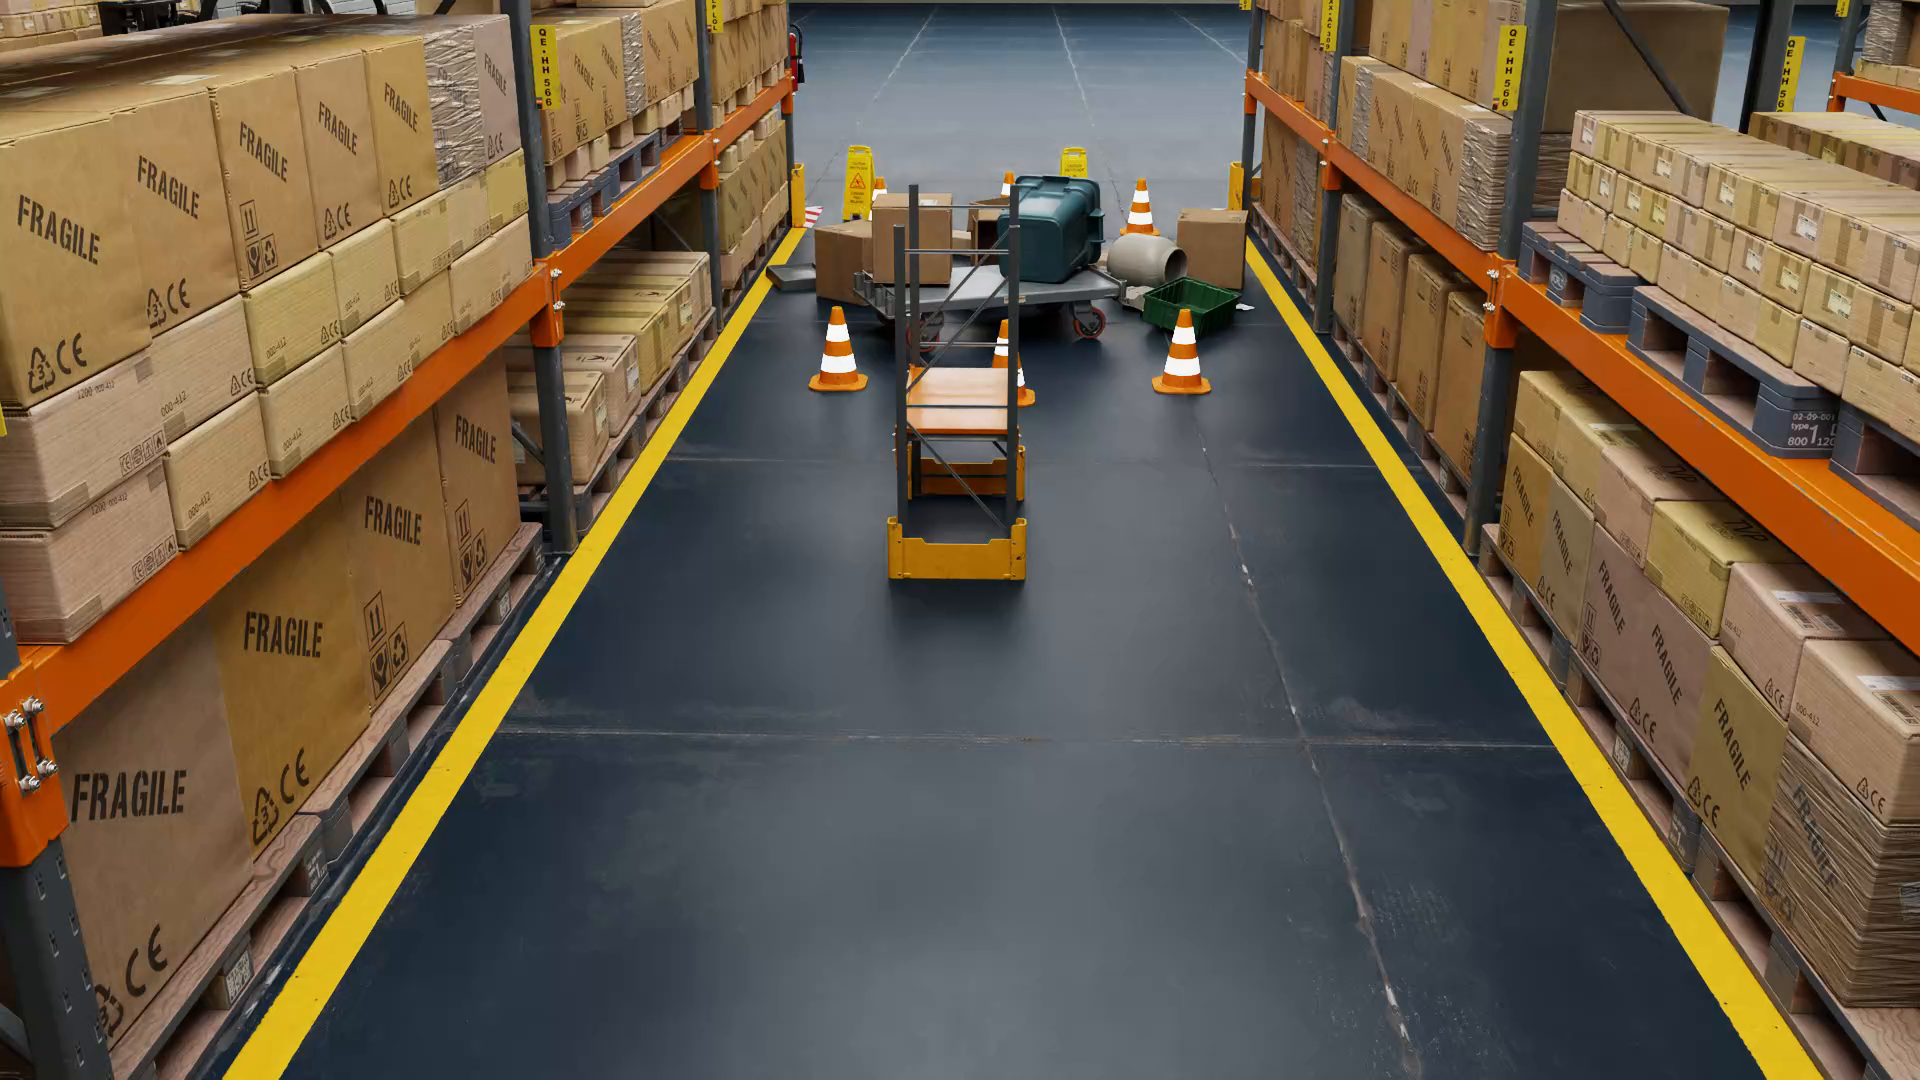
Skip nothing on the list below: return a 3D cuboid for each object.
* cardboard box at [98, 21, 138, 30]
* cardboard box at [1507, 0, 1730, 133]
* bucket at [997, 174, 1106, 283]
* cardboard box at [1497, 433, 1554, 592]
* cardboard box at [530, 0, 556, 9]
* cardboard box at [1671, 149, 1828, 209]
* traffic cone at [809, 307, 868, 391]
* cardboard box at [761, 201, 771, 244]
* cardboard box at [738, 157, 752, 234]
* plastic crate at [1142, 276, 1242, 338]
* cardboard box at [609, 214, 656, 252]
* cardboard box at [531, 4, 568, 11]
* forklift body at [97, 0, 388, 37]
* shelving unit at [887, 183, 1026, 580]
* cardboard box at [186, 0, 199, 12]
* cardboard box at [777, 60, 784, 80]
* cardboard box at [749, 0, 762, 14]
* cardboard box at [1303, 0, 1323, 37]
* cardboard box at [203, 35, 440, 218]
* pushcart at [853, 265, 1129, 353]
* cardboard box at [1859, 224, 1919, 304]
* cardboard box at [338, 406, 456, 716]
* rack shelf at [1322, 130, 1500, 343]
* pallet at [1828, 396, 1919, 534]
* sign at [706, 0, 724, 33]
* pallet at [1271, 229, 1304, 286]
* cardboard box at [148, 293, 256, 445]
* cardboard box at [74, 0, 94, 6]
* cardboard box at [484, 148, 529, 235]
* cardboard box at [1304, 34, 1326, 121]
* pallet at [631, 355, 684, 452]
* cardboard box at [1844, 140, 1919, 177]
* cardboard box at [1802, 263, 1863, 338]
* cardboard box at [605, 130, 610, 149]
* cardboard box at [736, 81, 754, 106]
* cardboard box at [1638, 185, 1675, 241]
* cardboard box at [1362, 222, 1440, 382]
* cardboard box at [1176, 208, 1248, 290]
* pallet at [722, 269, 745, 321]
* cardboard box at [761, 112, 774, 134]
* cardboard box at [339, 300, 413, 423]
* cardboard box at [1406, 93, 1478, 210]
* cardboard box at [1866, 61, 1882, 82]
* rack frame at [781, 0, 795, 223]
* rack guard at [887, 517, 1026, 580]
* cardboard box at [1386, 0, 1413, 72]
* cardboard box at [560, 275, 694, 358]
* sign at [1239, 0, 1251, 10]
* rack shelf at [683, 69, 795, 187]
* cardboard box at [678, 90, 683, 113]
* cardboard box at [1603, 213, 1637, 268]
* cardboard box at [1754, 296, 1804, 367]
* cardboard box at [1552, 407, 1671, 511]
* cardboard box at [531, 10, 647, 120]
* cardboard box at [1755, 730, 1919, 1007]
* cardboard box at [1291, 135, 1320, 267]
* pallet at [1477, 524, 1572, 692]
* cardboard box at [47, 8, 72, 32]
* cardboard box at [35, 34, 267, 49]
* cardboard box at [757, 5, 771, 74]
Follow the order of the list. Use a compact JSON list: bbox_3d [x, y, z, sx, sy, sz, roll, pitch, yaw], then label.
[{"bbox_3d":[-6.720,-3.790,13.013,0.500,0.500,0.500,0,21,1],"label":"cardboard box"},{"bbox_3d":[2.765,-2.009,7.039,0.700,0.500,0.500,1,21,1],"label":"cardboard box"},{"bbox_3d":[0.563,-2.037,11.056,0.726,0.611,0.620,8,33,20],"label":"bucket"},{"bbox_3d":[2.465,-0.111,6.544,0.500,0.500,0.500,0,21,-1],"label":"cardboard box"},{"bbox_3d":[-2.385,-2.921,8.884,0.380,0.149,0.250,2,21,5],"label":"cardboard box"},{"bbox_3d":[2.502,-1.145,5.278,0.380,0.149,0.250,2,21,4],"label":"cardboard box"},{"bbox_3d":[-0.726,-1.151,9.857,0.336,0.463,0.334,1,21,2],"label":"traffic cone"},{"bbox_3d":[-1.755,-2.486,13.011,0.500,0.250,0.500,0,21,0],"label":"cardboard box"},{"bbox_3d":[-1.795,-2.465,11.920,0.500,0.500,0.500,1,21,4],"label":"cardboard box"},{"bbox_3d":[1.559,-1.573,11.244,0.450,0.188,0.662,23,29,25],"label":"plastic crate"},{"bbox_3d":[-2.338,-2.278,11.438,0.500,0.500,0.500,0,21,1],"label":"cardboard box"},{"bbox_3d":[-2.432,-2.653,9.089,0.500,0.500,0.500,1,21,1],"label":"cardboard box"},{"bbox_3d":[-5.161,-3.196,12.793,2.313,2.155,1.214,1,21,2],"label":"forklift body"},{"bbox_3d":[0.002,-0.727,7.329,0.587,1.500,1.083,1,21,2],"label":"shelving unit"},{"bbox_3d":[-6.658,-4.518,13.991,0.380,0.149,0.250,1,21,2],"label":"cardboard box"},{"bbox_3d":[-1.660,-3.897,13.772,0.380,0.149,0.250,0,21,1],"label":"cardboard box"},{"bbox_3d":[-1.777,-3.972,11.687,0.700,0.500,0.500,0,21,0],"label":"cardboard box"},{"bbox_3d":[2.810,-3.686,11.183,0.875,0.550,0.550,1,21,2],"label":"cardboard box"},{"bbox_3d":[-1.992,-1.309,5.237,0.500,0.500,0.500,1,21,2],"label":"cardboard box"},{"bbox_3d":[0.193,-1.568,11.049,1.648,0.377,0.936,-7,22,-17],"label":"pushcart"},{"bbox_3d":[2.462,-0.676,4.069,0.380,0.149,0.250,1,21,1],"label":"cardboard box"},{"bbox_3d":[-2.344,0.014,5.702,0.875,0.875,0.875,1,21,2],"label":"cardboard box"},{"bbox_3d":[2.803,-1.721,8.813,1.077,0.370,4.000,1,21,2],"label":"rack shelf"},{"bbox_3d":[2.789,-0.073,3.835,1.003,0.211,1.213,1,21,2],"label":"pallet"},{"bbox_3d":[-1.532,-3.333,10.371,0.100,0.325,0.005,1,21,2],"label":"sign"},{"bbox_3d":[2.999,-2.196,12.898,1.003,0.211,1.213,1,21,2],"label":"pallet"},{"bbox_3d":[-2.048,-0.413,3.964,0.500,0.250,0.500,1,21,2],"label":"cardboard box"},{"bbox_3d":[-6.768,-4.099,12.499,0.380,0.149,0.250,1,21,2],"label":"cardboard box"},{"bbox_3d":[-1.970,-1.337,6.344,0.500,0.250,0.500,1,21,1],"label":"cardboard box"},{"bbox_3d":[2.857,-3.183,11.377,0.875,0.550,0.550,1,21,2],"label":"cardboard box"},{"bbox_3d":[-2.144,-0.774,9.232,1.003,0.211,1.213,1,21,2],"label":"pallet"},{"bbox_3d":[3.163,-1.225,5.485,0.380,0.149,0.250,1,21,3],"label":"cardboard box"},{"bbox_3d":[2.465,-0.629,4.358,0.380,0.149,0.250,0,21,-1],"label":"cardboard box"},{"bbox_3d":[-1.989,-2.036,8.396,0.380,0.149,0.250,1,21,4],"label":"cardboard box"},{"bbox_3d":[-1.709,-3.254,12.115,0.380,0.149,0.250,1,21,2],"label":"cardboard box"},{"bbox_3d":[2.508,-1.093,5.554,0.380,0.149,0.250,1,21,2],"label":"cardboard box"},{"bbox_3d":[2.901,-1.353,9.398,1.050,0.750,0.750,1,21,2],"label":"cardboard box"},{"bbox_3d":[1.885,-2.188,12.474,0.500,0.500,0.500,4,22,11],"label":"cardboard box"},{"bbox_3d":[-2.102,-1.741,11.724,1.003,0.211,1.213,1,21,2],"label":"pallet"},{"bbox_3d":[-1.684,-3.293,13.157,0.380,0.149,0.250,1,21,3],"label":"cardboard box"},{"bbox_3d":[-1.983,-0.545,4.993,0.500,0.250,0.500,0,21,1],"label":"cardboard box"},{"bbox_3d":[2.519,-1.907,8.159,0.500,0.500,0.500,0,21,1],"label":"cardboard box"},{"bbox_3d":[7.666,-3.827,13.594,0.380,0.149,0.250,1,21,2],"label":"cardboard box"},{"bbox_3d":[-1.966,-4.244,14.321,1.000,3.000,0.127,1,21,2],"label":"rack frame"},{"bbox_3d":[-0.013,0.036,7.091,0.587,0.250,0.087,1,21,2],"label":"rack guard"},{"bbox_3d":[2.841,-2.927,9.406,0.700,0.500,0.500,0,21,1],"label":"cardboard box"},{"bbox_3d":[-2.119,-1.319,9.834,0.950,0.372,0.625,2,21,5],"label":"cardboard box"},{"bbox_3d":[2.431,-4.675,14.125,0.100,0.325,0.005,1,21,2],"label":"sign"},{"bbox_3d":[-2.026,-3.186,12.587,1.077,0.370,4.000,1,21,2],"label":"rack shelf"},{"bbox_3d":[-1.853,-2.592,9.830,0.380,0.149,0.250,0,21,0],"label":"cardboard box"},{"bbox_3d":[2.510,-1.058,5.876,0.380,0.149,0.250,2,21,4],"label":"cardboard box"},{"bbox_3d":[2.471,-0.583,4.651,0.380,0.149,0.250,2,21,4],"label":"cardboard box"},{"bbox_3d":[2.464,-0.284,5.952,0.500,0.250,0.500,0,21,1],"label":"cardboard box"},{"bbox_3d":[-1.923,-2.454,8.577,0.500,0.500,0.500,0,21,0],"label":"cardboard box"},{"bbox_3d":[2.391,0.812,4.165,0.500,0.500,0.500,0,21,1],"label":"cardboard box"},{"bbox_3d":[2.976,-2.538,12.279,0.875,0.875,0.875,1,21,2],"label":"cardboard box"},{"bbox_3d":[2.717,0.249,6.596,1.003,0.211,1.213,1,21,2],"label":"pallet"},{"bbox_3d":[-6.709,-3.775,12.077,0.380,0.149,0.250,0,21,0],"label":"cardboard box"},{"bbox_3d":[-2.505,-1.322,5.270,0.500,0.500,0.500,1,21,3],"label":"cardboard box"},{"bbox_3d":[-1.745,-3.868,12.802,0.500,0.500,0.500,1,21,1],"label":"cardboard box"}]
